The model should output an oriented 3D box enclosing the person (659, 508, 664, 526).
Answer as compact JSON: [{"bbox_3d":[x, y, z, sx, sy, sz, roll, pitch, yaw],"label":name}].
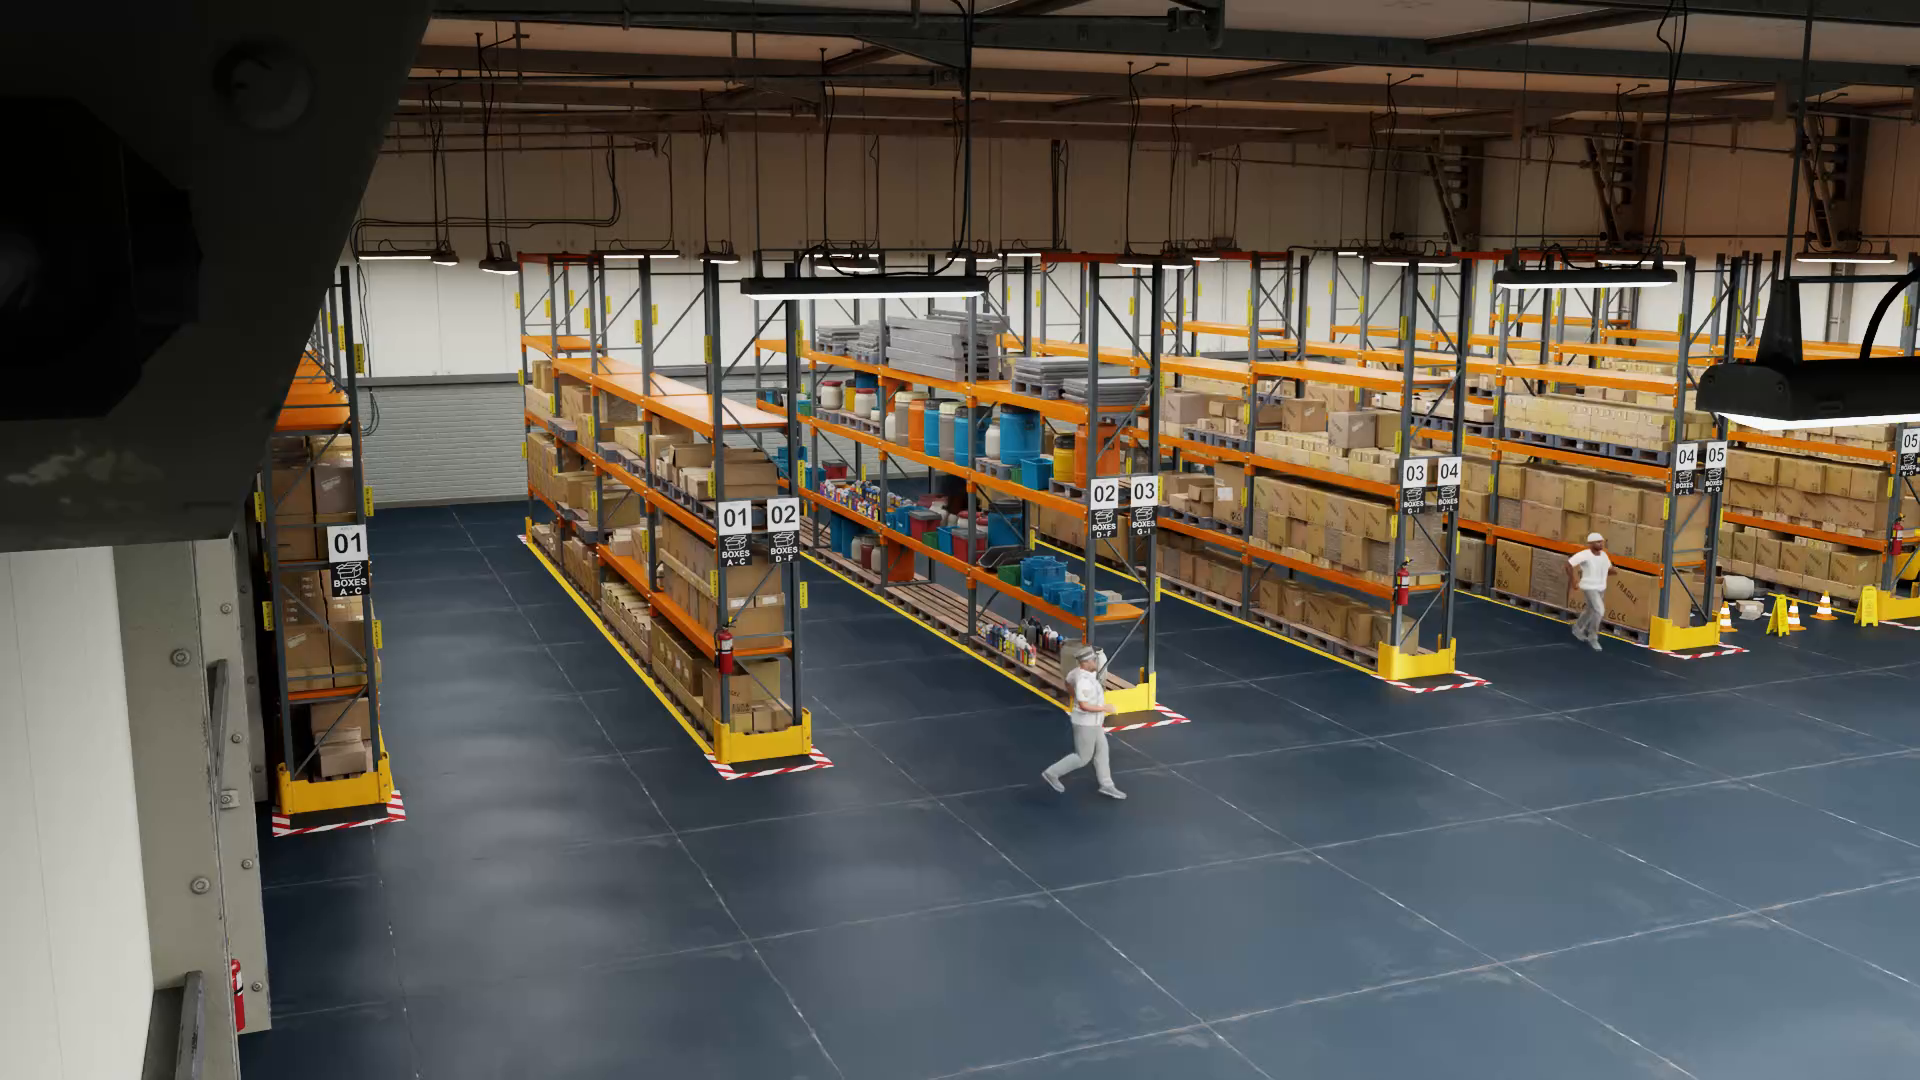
[{"bbox_3d":[-6.339,-0.760,34.592,0.613,1.752,0.717,-7,12,-32],"label":"person"}]

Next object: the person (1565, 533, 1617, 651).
[{"bbox_3d":[9.831,0.787,25.841,0.684,1.823,0.754,-6,12,-31],"label":"person"}]

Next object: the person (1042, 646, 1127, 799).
[{"bbox_3d":[1.417,2.070,18.828,0.970,1.797,0.673,1,10,6],"label":"person"}]

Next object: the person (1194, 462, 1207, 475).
[{"bbox_3d":[6.181,-2.306,42.746,0.656,1.751,0.673,-6,12,-32],"label":"person"}]
